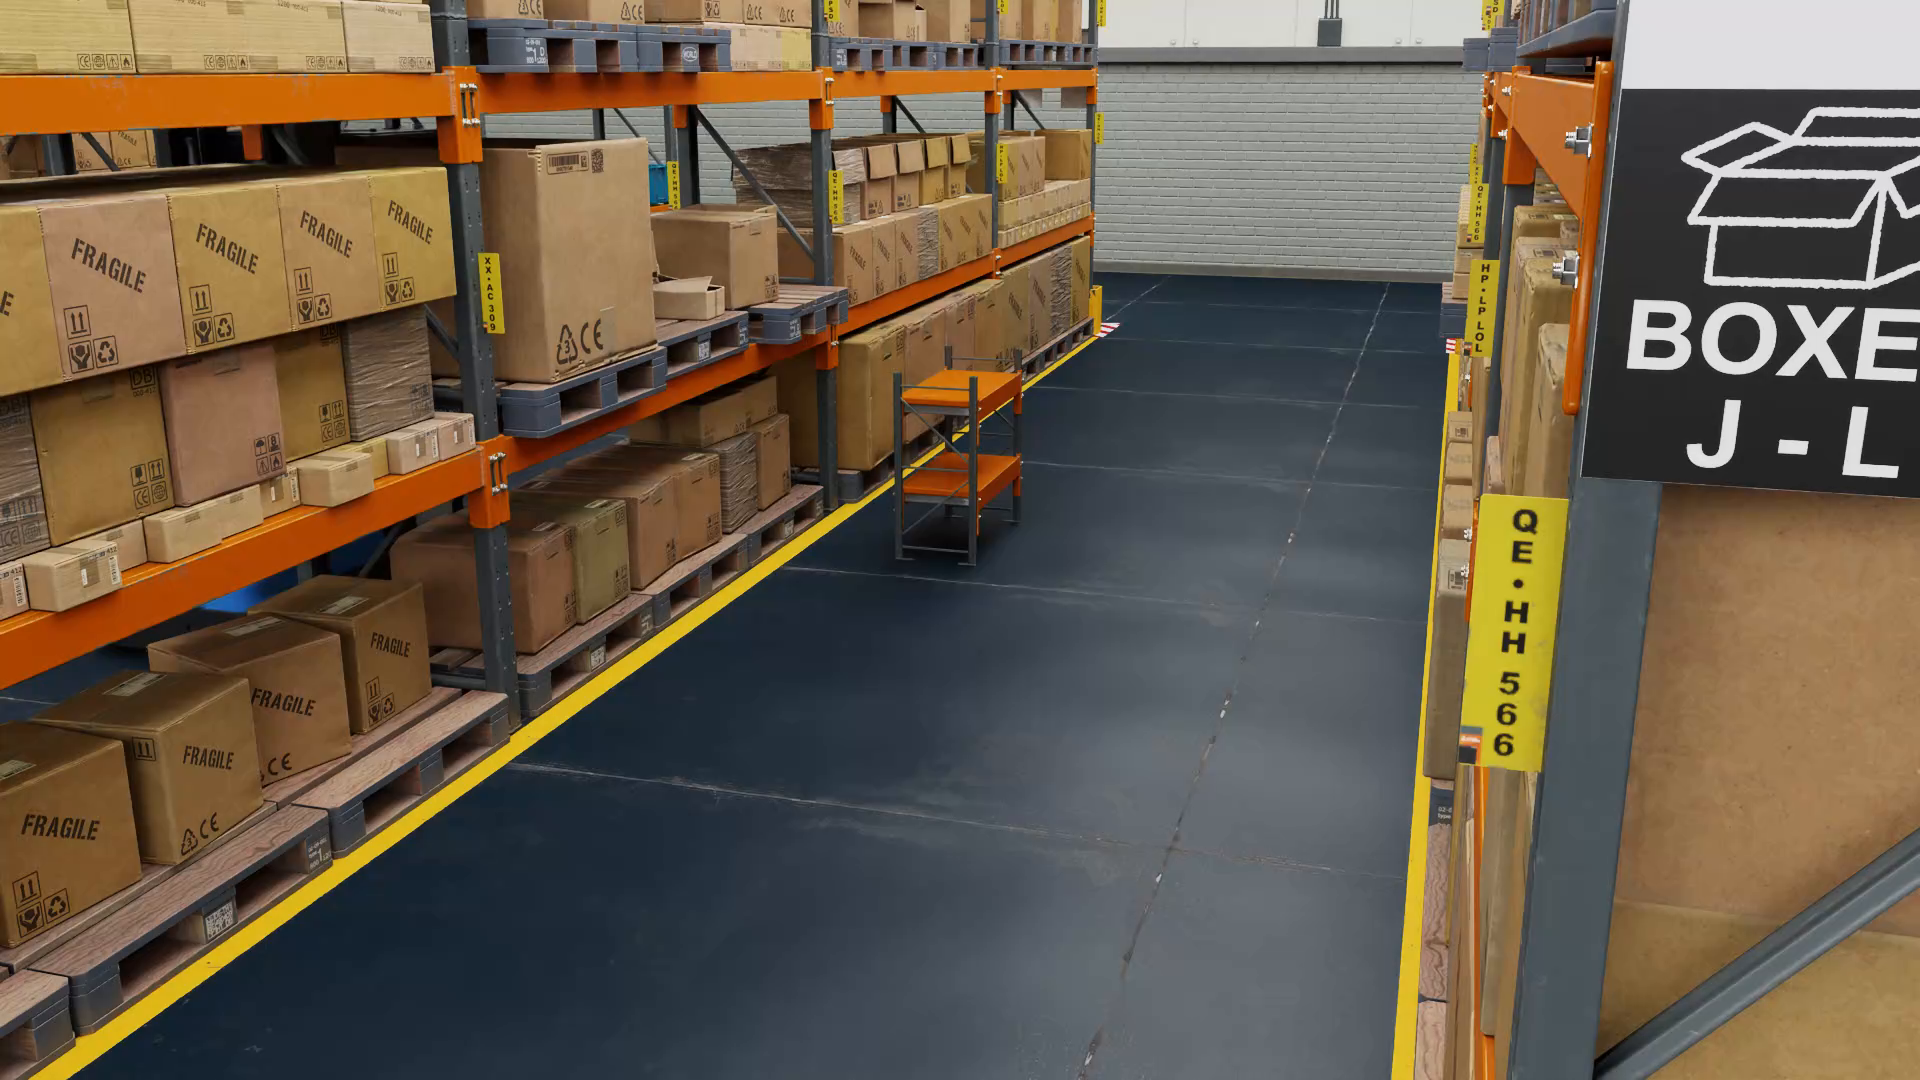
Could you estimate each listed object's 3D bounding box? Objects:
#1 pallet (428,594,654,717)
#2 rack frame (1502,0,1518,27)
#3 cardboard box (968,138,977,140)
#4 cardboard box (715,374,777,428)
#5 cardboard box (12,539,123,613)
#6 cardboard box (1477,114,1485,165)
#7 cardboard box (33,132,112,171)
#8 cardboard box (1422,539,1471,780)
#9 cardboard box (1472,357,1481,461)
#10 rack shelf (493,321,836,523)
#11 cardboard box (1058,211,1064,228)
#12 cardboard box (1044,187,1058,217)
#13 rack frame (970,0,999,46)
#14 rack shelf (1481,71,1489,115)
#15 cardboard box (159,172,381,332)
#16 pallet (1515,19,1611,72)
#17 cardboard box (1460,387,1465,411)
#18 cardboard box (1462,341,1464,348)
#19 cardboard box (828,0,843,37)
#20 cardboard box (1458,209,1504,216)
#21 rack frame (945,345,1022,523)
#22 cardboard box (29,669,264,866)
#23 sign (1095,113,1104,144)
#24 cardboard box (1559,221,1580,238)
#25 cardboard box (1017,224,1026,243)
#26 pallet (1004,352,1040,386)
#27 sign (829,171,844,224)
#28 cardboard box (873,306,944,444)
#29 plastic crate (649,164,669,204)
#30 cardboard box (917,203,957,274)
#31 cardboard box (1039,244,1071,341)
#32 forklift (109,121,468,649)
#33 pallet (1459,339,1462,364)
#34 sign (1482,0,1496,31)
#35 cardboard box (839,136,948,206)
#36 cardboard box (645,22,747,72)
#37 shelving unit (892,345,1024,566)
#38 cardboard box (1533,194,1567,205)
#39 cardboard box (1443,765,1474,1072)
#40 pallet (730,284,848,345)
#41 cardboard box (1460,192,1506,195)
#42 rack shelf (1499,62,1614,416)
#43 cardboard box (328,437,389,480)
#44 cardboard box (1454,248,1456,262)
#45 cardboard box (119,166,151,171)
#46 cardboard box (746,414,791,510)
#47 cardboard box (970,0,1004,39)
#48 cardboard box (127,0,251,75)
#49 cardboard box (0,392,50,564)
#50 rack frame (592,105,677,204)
[{"bbox_3d":[-2.223,0.506,8.160,1.003,0.211,1.213,5,16,16],"label":"pallet"},{"bbox_3d":[3.421,-4.154,8.482,1.000,3.000,0.127,5,16,16],"label":"rack frame"},{"bbox_3d":[-0.148,-3.429,15.275,0.500,0.500,0.500,5,17,16],"label":"cardboard box"},{"bbox_3d":[-1.467,-0.871,10.303,0.500,0.250,0.500,5,17,18],"label":"cardboard box"},{"bbox_3d":[-2.750,0.094,4.960,0.380,0.149,0.250,5,16,16],"label":"cardboard box"},{"bbox_3d":[4.574,-3.266,13.786,0.500,0.500,0.500,4,16,14],"label":"cardboard box"},{"bbox_3d":[-9.262,-4.125,17.359,0.500,0.500,0.500,5,17,17],"label":"cardboard box"},{"bbox_3d":[2.374,0.490,6.458,1.050,0.750,0.750,5,16,16],"label":"cardboard box"},{"bbox_3d":[2.320,-0.558,6.618,0.500,0.500,0.500,4,16,15],"label":"cardboard box"},{"bbox_3d":[-1.874,-0.809,9.004,1.077,0.370,4.000,5,16,16],"label":"rack shelf"},{"bbox_3d":[0.820,-3.197,16.563,0.380,0.149,0.250,5,16,16],"label":"cardboard box"},{"bbox_3d":[0.651,-3.293,16.171,0.500,0.250,0.500,5,16,16],"label":"cardboard box"},{"bbox_3d":[-0.169,-5.611,13.621,1.000,3.000,0.127,5,16,16],"label":"rack frame"},{"bbox_3d":[5.126,-3.934,14.524,1.077,0.370,4.000,5,16,16],"label":"rack shelf"},{"bbox_3d":[-2.447,-1.034,5.918,0.500,0.500,0.500,5,16,16],"label":"cardboard box"},{"bbox_3d":[2.498,-1.816,6.087,0.805,0.209,1.217,4,16,14],"label":"pallet"},{"bbox_3d":[3.643,-0.735,11.233,0.500,0.500,0.500,4,16,13],"label":"cardboard box"},{"bbox_3d":[4.866,-1.747,15.448,0.380,0.149,0.250,4,16,13],"label":"cardboard box"},{"bbox_3d":[-1.201,-3.538,10.852,0.797,0.503,0.637,6,17,19],"label":"cardboard box"},{"bbox_3d":[3.341,-2.003,10.494,0.380,0.149,0.250,5,17,18],"label":"cardboard box"},{"bbox_3d":[0.146,-0.676,10.651,0.500,1.125,0.032,5,16,16],"label":"rack frame"},{"bbox_3d":[-2.851,0.789,5.862,0.500,0.500,0.500,3,16,11],"label":"cardboard box"},{"bbox_3d":[1.484,-4.397,17.778,0.100,0.325,0.005,5,16,16],"label":"sign"},{"bbox_3d":[2.102,-0.566,4.574,0.875,0.550,0.550,5,16,16],"label":"cardboard box"},{"bbox_3d":[0.383,-2.793,15.141,0.380,0.149,0.250,5,17,18],"label":"cardboard box"},{"bbox_3d":[0.122,-1.576,15.500,1.003,0.211,1.213,5,16,16],"label":"pallet"},{"bbox_3d":[-0.783,-2.158,10.463,0.100,0.325,0.005,5,16,16],"label":"sign"},{"bbox_3d":[-0.829,-1.270,12.434,1.225,0.875,0.875,5,16,16],"label":"cardboard box"},{"bbox_3d":[-3.697,-4.099,19.110,0.616,0.435,0.499,5,16,16],"label":"plastic crate"},{"bbox_3d":[-0.329,-2.363,12.982,0.500,0.500,0.500,4,16,15],"label":"cardboard box"},{"bbox_3d":[0.604,-2.540,16.910,0.875,0.875,0.875,5,16,16],"label":"cardboard box"},{"bbox_3d":[-3.432,-1.189,9.148,1.130,2.935,3.031,5,17,16],"label":"forklift"},{"bbox_3d":[5.408,-1.789,16.251,1.003,0.211,1.213,5,16,16],"label":"pallet"},{"bbox_3d":[4.035,-4.046,12.652,0.100,0.325,0.005,5,16,16],"label":"sign"},{"bbox_3d":[-0.549,-2.909,13.068,0.797,0.503,0.637,5,17,16],"label":"cardboard box"},{"bbox_3d":[-1.479,-2.644,8.932,0.500,0.250,0.500,5,17,17],"label":"cardboard box"},{"bbox_3d":[0.002,-0.543,10.182,0.538,1.125,1.048,5,16,16],"label":"shelving unit"},{"bbox_3d":[2.708,-1.147,6.862,0.700,0.500,0.500,5,17,16],"label":"cardboard box"},{"bbox_3d":[1.786,0.994,4.451,0.875,0.875,0.875,5,17,16],"label":"cardboard box"},{"bbox_3d":[-1.406,-1.392,10.090,1.213,0.211,1.003,5,16,16],"label":"pallet"},{"bbox_3d":[3.783,-2.409,11.924,0.380,0.149,0.250,4,16,15],"label":"cardboard box"},{"bbox_3d":[1.716,-0.795,3.455,1.077,0.370,4.000,5,16,16],"label":"rack shelf"},{"bbox_3d":[-2.430,-0.307,6.374,0.380,0.149,0.250,5,16,16],"label":"cardboard box"},{"bbox_3d":[3.271,-1.795,10.308,0.380,0.149,0.250,5,17,17],"label":"cardboard box"},{"bbox_3d":[-9.117,-3.789,18.007,0.500,0.500,0.500,5,17,17],"label":"cardboard box"},{"bbox_3d":[-1.477,-0.511,10.408,0.700,0.500,0.500,4,16,13],"label":"cardboard box"},{"bbox_3d":[-0.004,-4.676,14.684,0.700,0.500,0.500,4,16,13],"label":"cardboard box"},{"bbox_3d":[-2.620,-1.594,5.230,0.500,0.250,0.500,5,16,15],"label":"cardboard box"},{"bbox_3d":[-3.186,-0.186,4.760,0.875,0.500,0.500,5,16,16],"label":"cardboard box"},{"bbox_3d":[-3.781,-4.156,19.483,1.000,3.000,0.127,5,16,16],"label":"rack frame"}]
